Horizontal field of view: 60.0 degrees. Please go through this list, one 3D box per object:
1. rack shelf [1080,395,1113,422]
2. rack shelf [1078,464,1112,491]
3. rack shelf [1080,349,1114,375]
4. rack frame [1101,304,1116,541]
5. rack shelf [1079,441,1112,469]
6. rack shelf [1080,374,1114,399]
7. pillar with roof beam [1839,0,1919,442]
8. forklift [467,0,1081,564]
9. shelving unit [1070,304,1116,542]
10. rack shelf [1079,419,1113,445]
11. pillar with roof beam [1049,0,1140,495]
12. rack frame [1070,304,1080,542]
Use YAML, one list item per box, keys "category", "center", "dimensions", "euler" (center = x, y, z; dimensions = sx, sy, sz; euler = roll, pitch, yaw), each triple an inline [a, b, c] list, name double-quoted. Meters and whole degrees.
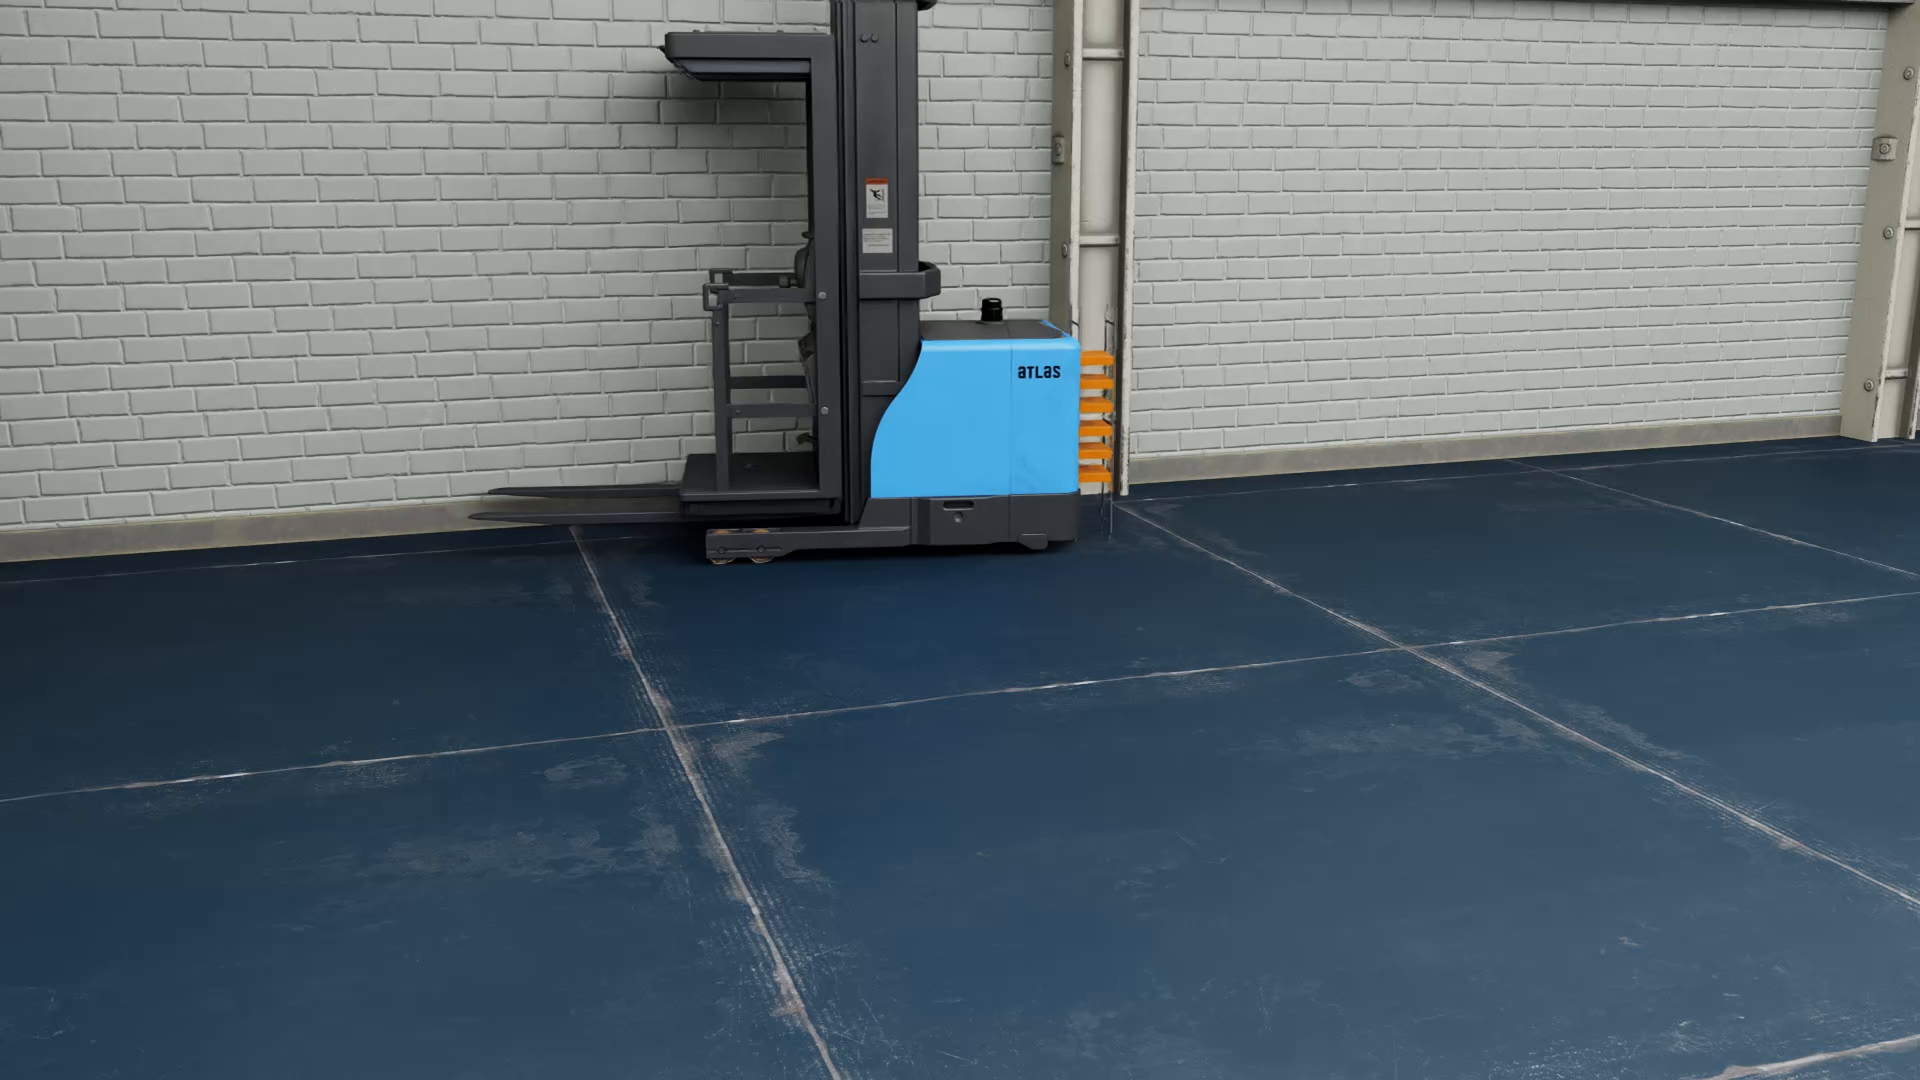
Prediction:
- category: "rack shelf"
  center: [0.675, -0.675, 8.561]
  dimensions: [0.180, 0.103, 0.258]
  euler: [-2, 13, -6]
- category: "rack shelf"
  center: [0.675, -0.325, 8.645]
  dimensions: [0.180, 0.103, 0.258]
  euler: [-2, 13, -6]
- category: "rack shelf"
  center: [0.675, -0.909, 8.506]
  dimensions: [0.180, 0.103, 0.258]
  euler: [-2, 13, -6]
- category: "rack frame"
  center: [0.766, -0.604, 8.589]
  dimensions: [0.006, 1.200, 0.240]
  euler: [-2, 13, -6]
- category: "rack shelf"
  center: [0.675, -0.442, 8.617]
  dimensions: [0.180, 0.103, 0.258]
  euler: [-2, 13, -6]
- category: "rack shelf"
  center: [0.675, -0.792, 8.534]
  dimensions: [0.180, 0.103, 0.258]
  euler: [-2, 13, -6]
- category: "pillar with roof beam"
  center: [7.815, -4.162, 6.692]
  dimensions: [0.400, 9.000, 9.100]
  euler: [-4, 14, -18]
- category: "forklift"
  center: [-0.946, -1.435, 8.343]
  dimensions: [3.031, 2.935, 1.130]
  euler: [-2, 13, -6]
- category: "shelving unit"
  center: [0.675, -0.602, 8.579]
  dimensions: [0.189, 1.200, 0.258]
  euler: [-2, 13, -6]
- category: "rack shelf"
  center: [0.675, -0.558, 8.589]
  dimensions: [0.180, 0.103, 0.258]
  euler: [-2, 13, -6]
- category: "pillar with roof beam"
  center: [2.128, -3.719, 4.830]
  dimensions: [0.400, 9.000, 9.100]
  euler: [-4, 14, -18]
- category: "rack frame"
  center: [0.584, -0.599, 8.569]
  dimensions: [0.006, 1.200, 0.240]
  euler: [-2, 13, -6]
